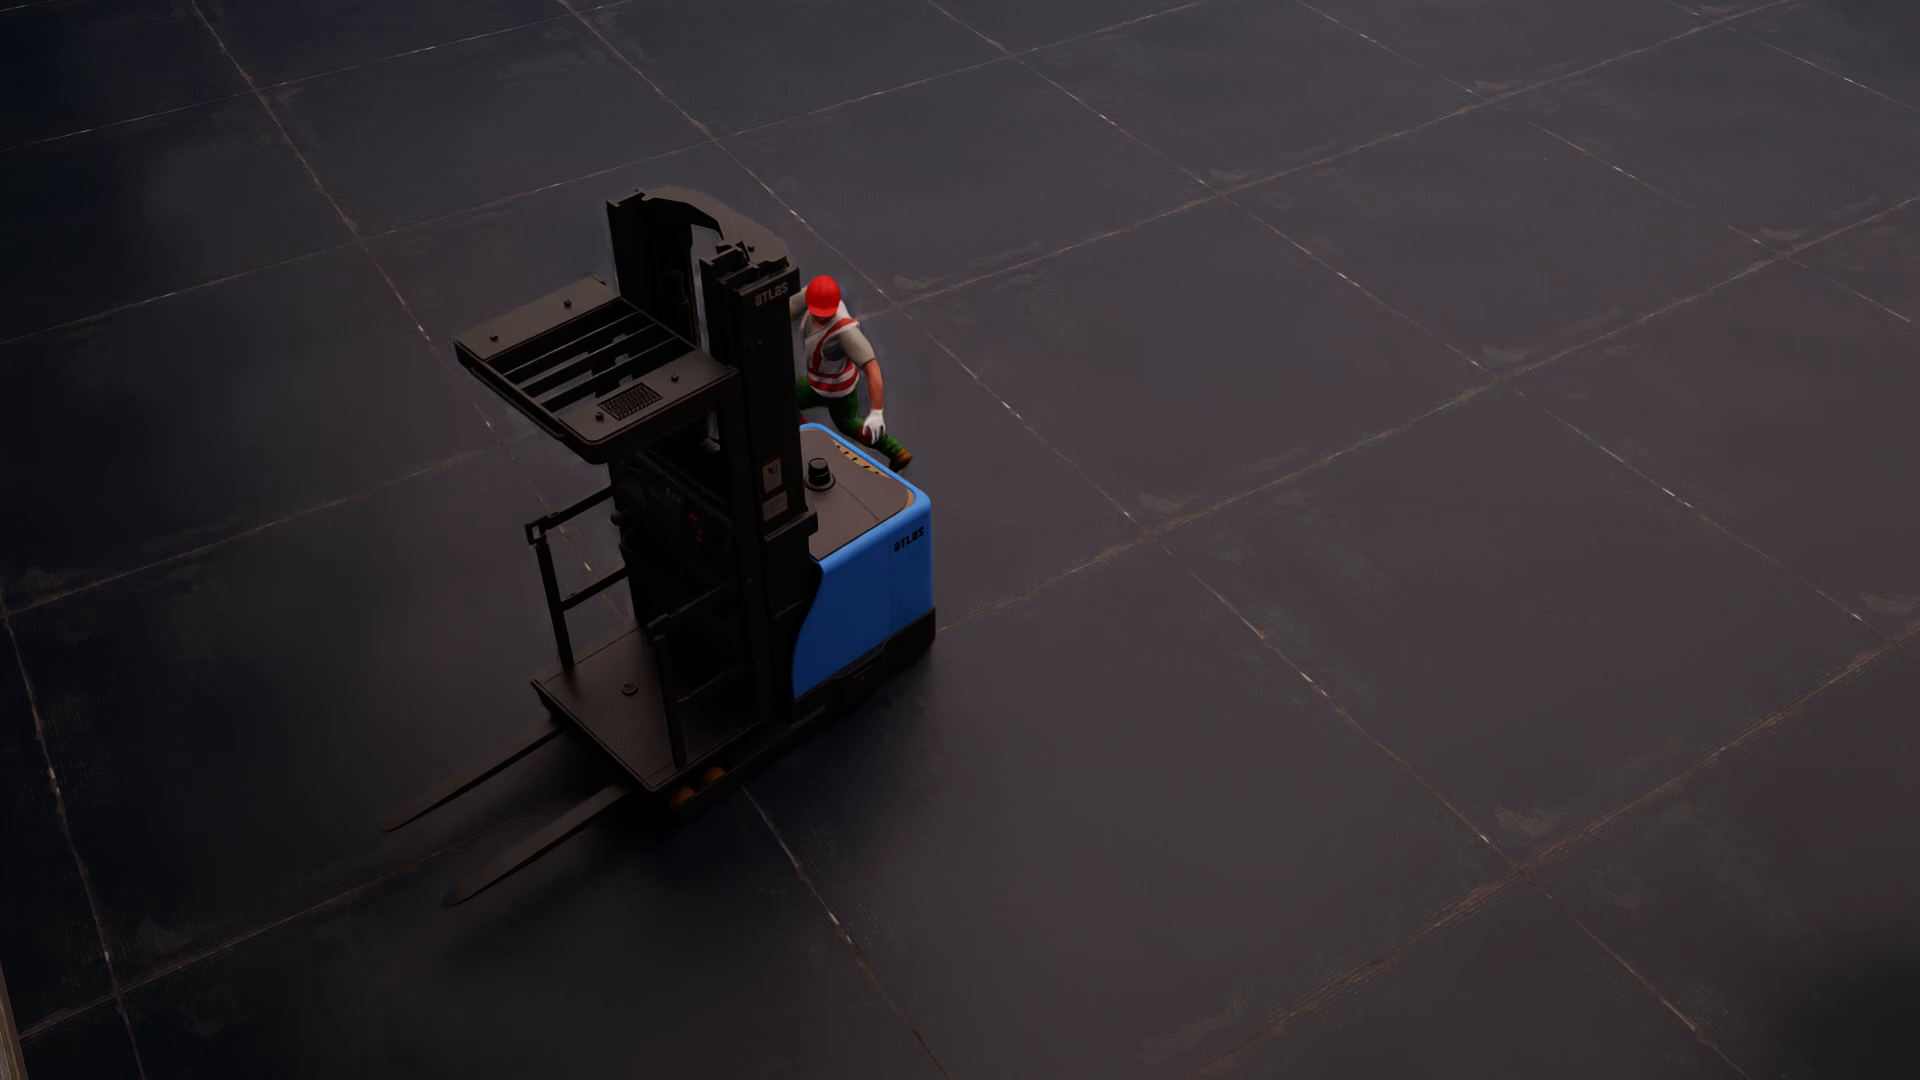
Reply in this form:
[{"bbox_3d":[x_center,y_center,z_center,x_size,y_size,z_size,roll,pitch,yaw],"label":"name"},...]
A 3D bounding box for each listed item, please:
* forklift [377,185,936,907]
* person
[{"bbox_3d":[-1.543,-0.069,7.950,3.031,2.935,1.130,-33,51,-32],"label":"forklift"},{"bbox_3d":[-0.760,-0.948,10.061,0.949,1.547,0.686,6,41,6],"label":"person"}]
